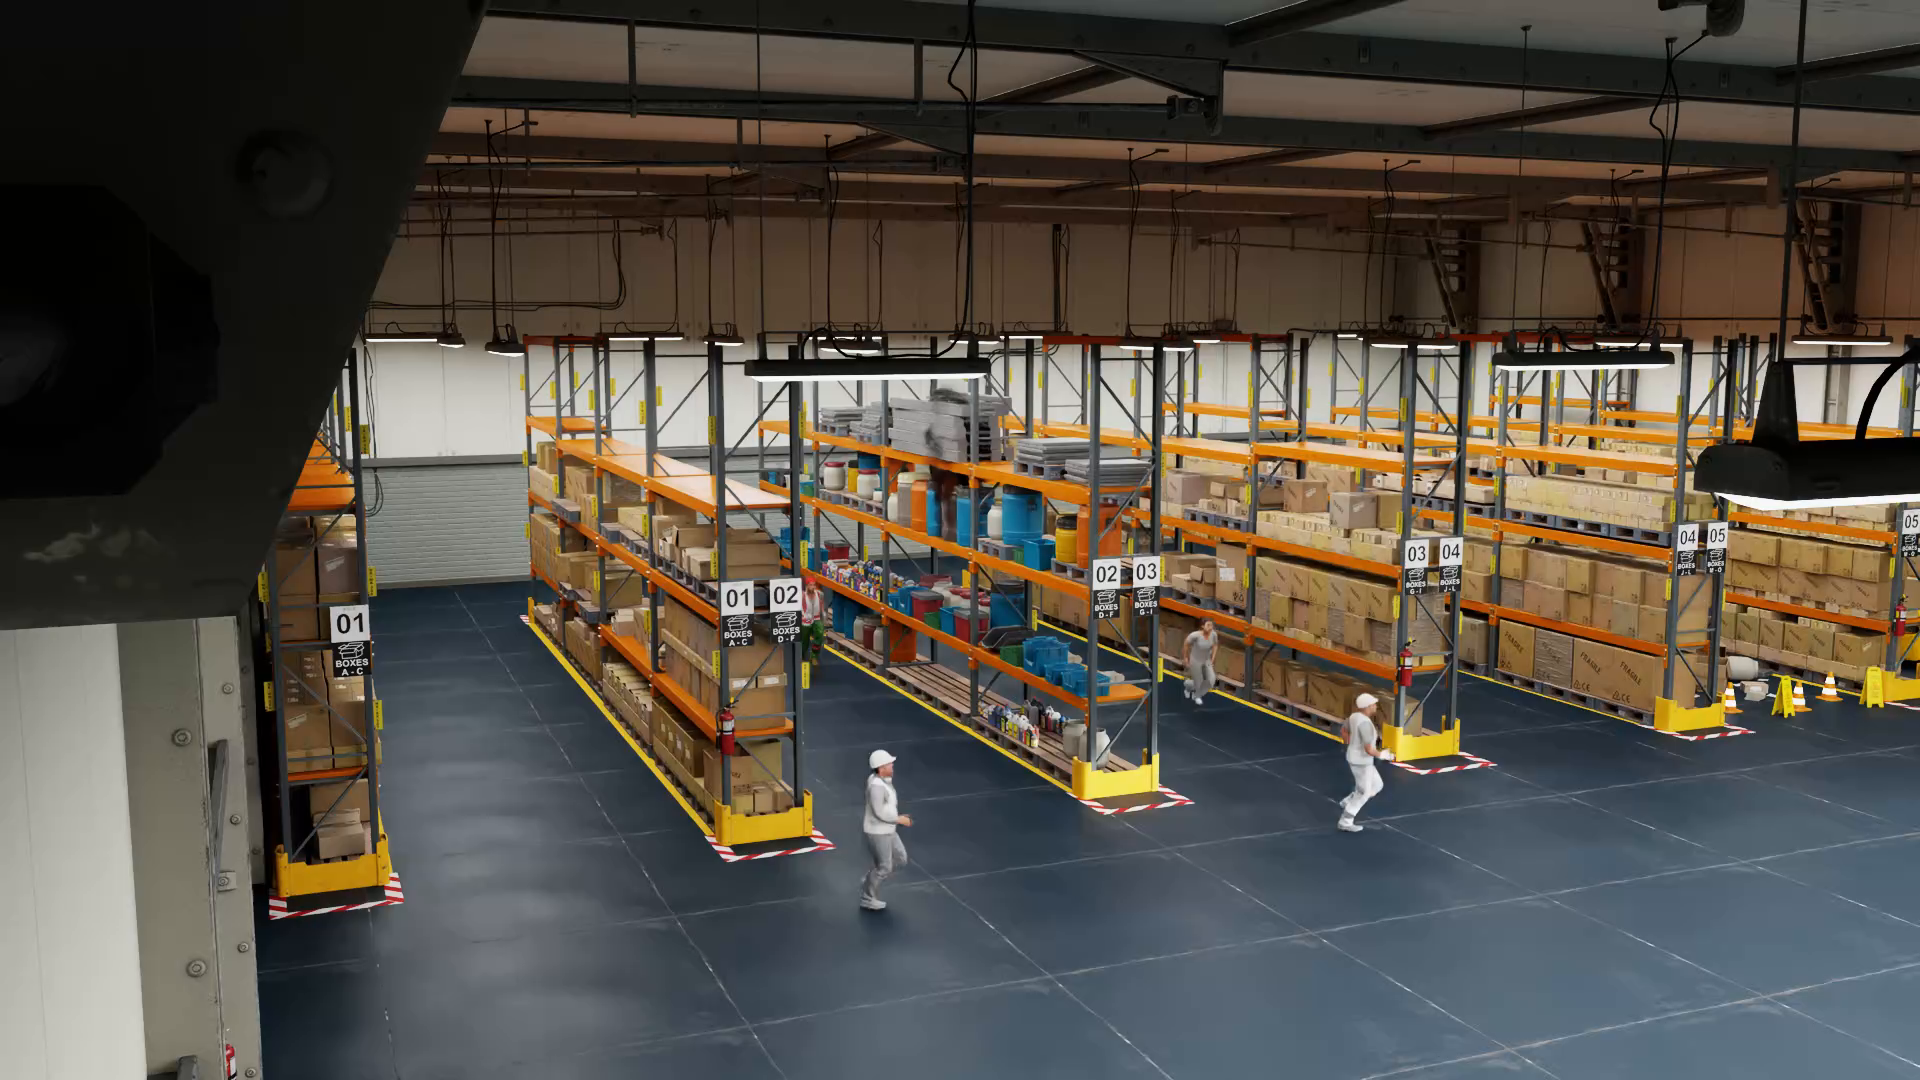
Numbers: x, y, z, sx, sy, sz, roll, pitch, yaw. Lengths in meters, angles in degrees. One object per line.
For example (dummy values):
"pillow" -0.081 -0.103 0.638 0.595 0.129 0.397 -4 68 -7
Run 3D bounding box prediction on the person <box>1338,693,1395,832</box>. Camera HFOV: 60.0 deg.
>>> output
"person" 5.021 2.740 20.563 0.642 1.735 0.661 0 8 2

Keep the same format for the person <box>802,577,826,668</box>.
"person" -2.681 1.477 29.544 0.686 1.702 1.053 -3 8 -23

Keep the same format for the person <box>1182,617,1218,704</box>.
"person" 3.796 1.880 26.408 0.557 1.407 0.764 -3 8 -23

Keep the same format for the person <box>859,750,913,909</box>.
"person" -0.793 3.097 17.881 0.599 1.732 0.689 0 8 3
